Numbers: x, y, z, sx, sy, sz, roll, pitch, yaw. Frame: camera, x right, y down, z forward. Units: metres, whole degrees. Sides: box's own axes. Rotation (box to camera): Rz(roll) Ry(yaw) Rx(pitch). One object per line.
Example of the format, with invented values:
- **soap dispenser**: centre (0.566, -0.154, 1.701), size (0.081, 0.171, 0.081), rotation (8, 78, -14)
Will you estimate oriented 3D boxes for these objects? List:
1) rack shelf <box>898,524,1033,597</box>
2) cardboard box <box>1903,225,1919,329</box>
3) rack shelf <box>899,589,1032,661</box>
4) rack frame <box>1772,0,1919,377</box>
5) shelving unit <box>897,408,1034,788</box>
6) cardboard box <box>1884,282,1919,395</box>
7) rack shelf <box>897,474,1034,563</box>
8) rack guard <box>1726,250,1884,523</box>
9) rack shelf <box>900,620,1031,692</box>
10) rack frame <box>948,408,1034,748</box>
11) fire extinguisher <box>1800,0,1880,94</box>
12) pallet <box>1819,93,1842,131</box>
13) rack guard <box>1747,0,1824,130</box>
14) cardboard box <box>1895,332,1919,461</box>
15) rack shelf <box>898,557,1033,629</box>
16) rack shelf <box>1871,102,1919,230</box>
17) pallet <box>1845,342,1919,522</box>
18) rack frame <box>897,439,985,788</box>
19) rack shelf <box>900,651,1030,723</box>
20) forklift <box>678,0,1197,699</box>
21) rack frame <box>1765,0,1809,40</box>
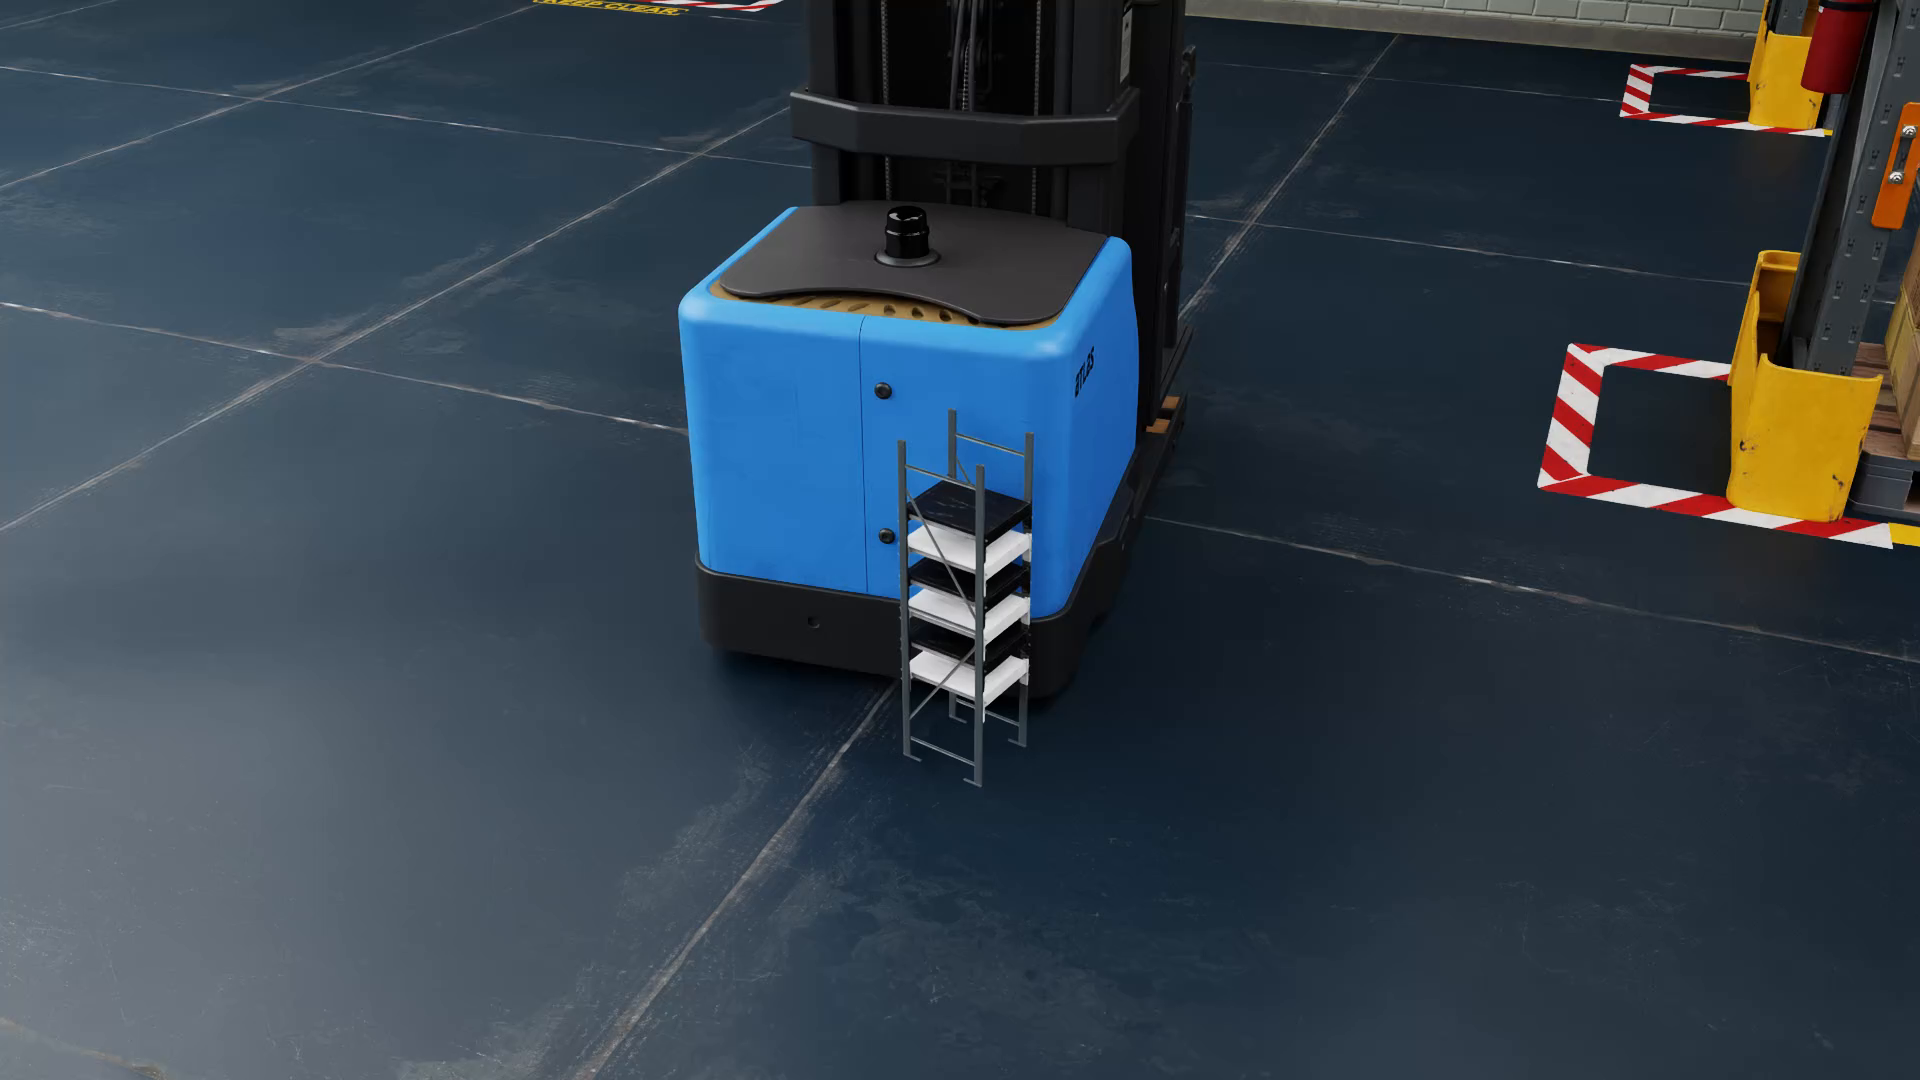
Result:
- **rack shelf**: centre (0.014, 0.024, 3.994), size (0.258, 0.077, 0.200), rotation (19, 35, 30)
- **cardboard box**: centre (3.519, -0.993, 5.563), size (0.500, 0.500, 0.500), rotation (11, 31, 19)
- **rack shelf**: centre (0.014, 0.181, 4.083), size (0.258, 0.077, 0.200), rotation (19, 35, 30)
- **rack frame**: centre (2.910, -1.644, 5.110), size (0.127, 3.000, 1.000), rotation (11, 31, 19)
- **shelving unit**: centre (0.014, 0.152, 4.067), size (0.258, 0.900, 0.210), rotation (19, 35, 30)
- **cardboard box**: centre (3.518, -0.665, 5.746), size (0.500, 0.250, 0.500), rotation (11, 31, 19)
- **rack shelf**: centre (0.014, -0.054, 3.950), size (0.258, 0.077, 0.200), rotation (19, 35, 30)
- **rack guard**: centre (2.888, -0.560, 5.733), size (0.348, 0.500, 1.175), rotation (11, 31, 19)
- **rack shelf**: centre (0.014, 0.259, 4.127), size (0.258, 0.077, 0.200), rotation (19, 35, 30)
- **rack frame**: centre (0.072, 0.111, 4.139), size (0.240, 0.900, 0.006), rotation (19, 35, 30)
- **fire extinguisher**: centre (2.976, -1.844, 5.543), size (0.183, 0.674, 0.296), rotation (11, 31, 19)
- **pallet**: centre (5.579, -2.509, 9.474), size (1.213, 0.211, 1.003), rotation (11, 31, 19)
- **rack guard**: centre (4.840, -2.801, 9.698), size (0.348, 0.500, 1.175), rotation (11, 31, 19)
- **cardboard box**: centre (3.324, -0.429, 5.328), size (0.500, 0.250, 0.500), rotation (11, 31, 19)
- **rack shelf**: centre (0.014, 0.103, 4.039), size (0.258, 0.077, 0.200), rotation (19, 35, 30)
- **rack shelf**: centre (4.764, -0.961, 4.632), size (4.000, 0.370, 1.077), rotation (11, 31, 19)
- **pallet**: centre (3.635, -0.308, 5.580), size (1.213, 0.211, 1.003), rotation (11, 31, 19)
- **rack frame**: centre (-0.044, 0.193, 3.994), size (0.240, 0.900, 0.006), rotation (19, 35, 30)
- **rack shelf**: centre (0.014, 0.338, 4.172), size (0.258, 0.077, 0.200), rotation (19, 35, 30)
- **forklift**: centre (0.172, -1.571, 5.051), size (1.130, 2.935, 3.031), rotation (8, 30, 14)
- **rack frame**: centre (4.769, -3.903, 9.107), size (0.127, 3.000, 1.000), rotation (11, 31, 19)
